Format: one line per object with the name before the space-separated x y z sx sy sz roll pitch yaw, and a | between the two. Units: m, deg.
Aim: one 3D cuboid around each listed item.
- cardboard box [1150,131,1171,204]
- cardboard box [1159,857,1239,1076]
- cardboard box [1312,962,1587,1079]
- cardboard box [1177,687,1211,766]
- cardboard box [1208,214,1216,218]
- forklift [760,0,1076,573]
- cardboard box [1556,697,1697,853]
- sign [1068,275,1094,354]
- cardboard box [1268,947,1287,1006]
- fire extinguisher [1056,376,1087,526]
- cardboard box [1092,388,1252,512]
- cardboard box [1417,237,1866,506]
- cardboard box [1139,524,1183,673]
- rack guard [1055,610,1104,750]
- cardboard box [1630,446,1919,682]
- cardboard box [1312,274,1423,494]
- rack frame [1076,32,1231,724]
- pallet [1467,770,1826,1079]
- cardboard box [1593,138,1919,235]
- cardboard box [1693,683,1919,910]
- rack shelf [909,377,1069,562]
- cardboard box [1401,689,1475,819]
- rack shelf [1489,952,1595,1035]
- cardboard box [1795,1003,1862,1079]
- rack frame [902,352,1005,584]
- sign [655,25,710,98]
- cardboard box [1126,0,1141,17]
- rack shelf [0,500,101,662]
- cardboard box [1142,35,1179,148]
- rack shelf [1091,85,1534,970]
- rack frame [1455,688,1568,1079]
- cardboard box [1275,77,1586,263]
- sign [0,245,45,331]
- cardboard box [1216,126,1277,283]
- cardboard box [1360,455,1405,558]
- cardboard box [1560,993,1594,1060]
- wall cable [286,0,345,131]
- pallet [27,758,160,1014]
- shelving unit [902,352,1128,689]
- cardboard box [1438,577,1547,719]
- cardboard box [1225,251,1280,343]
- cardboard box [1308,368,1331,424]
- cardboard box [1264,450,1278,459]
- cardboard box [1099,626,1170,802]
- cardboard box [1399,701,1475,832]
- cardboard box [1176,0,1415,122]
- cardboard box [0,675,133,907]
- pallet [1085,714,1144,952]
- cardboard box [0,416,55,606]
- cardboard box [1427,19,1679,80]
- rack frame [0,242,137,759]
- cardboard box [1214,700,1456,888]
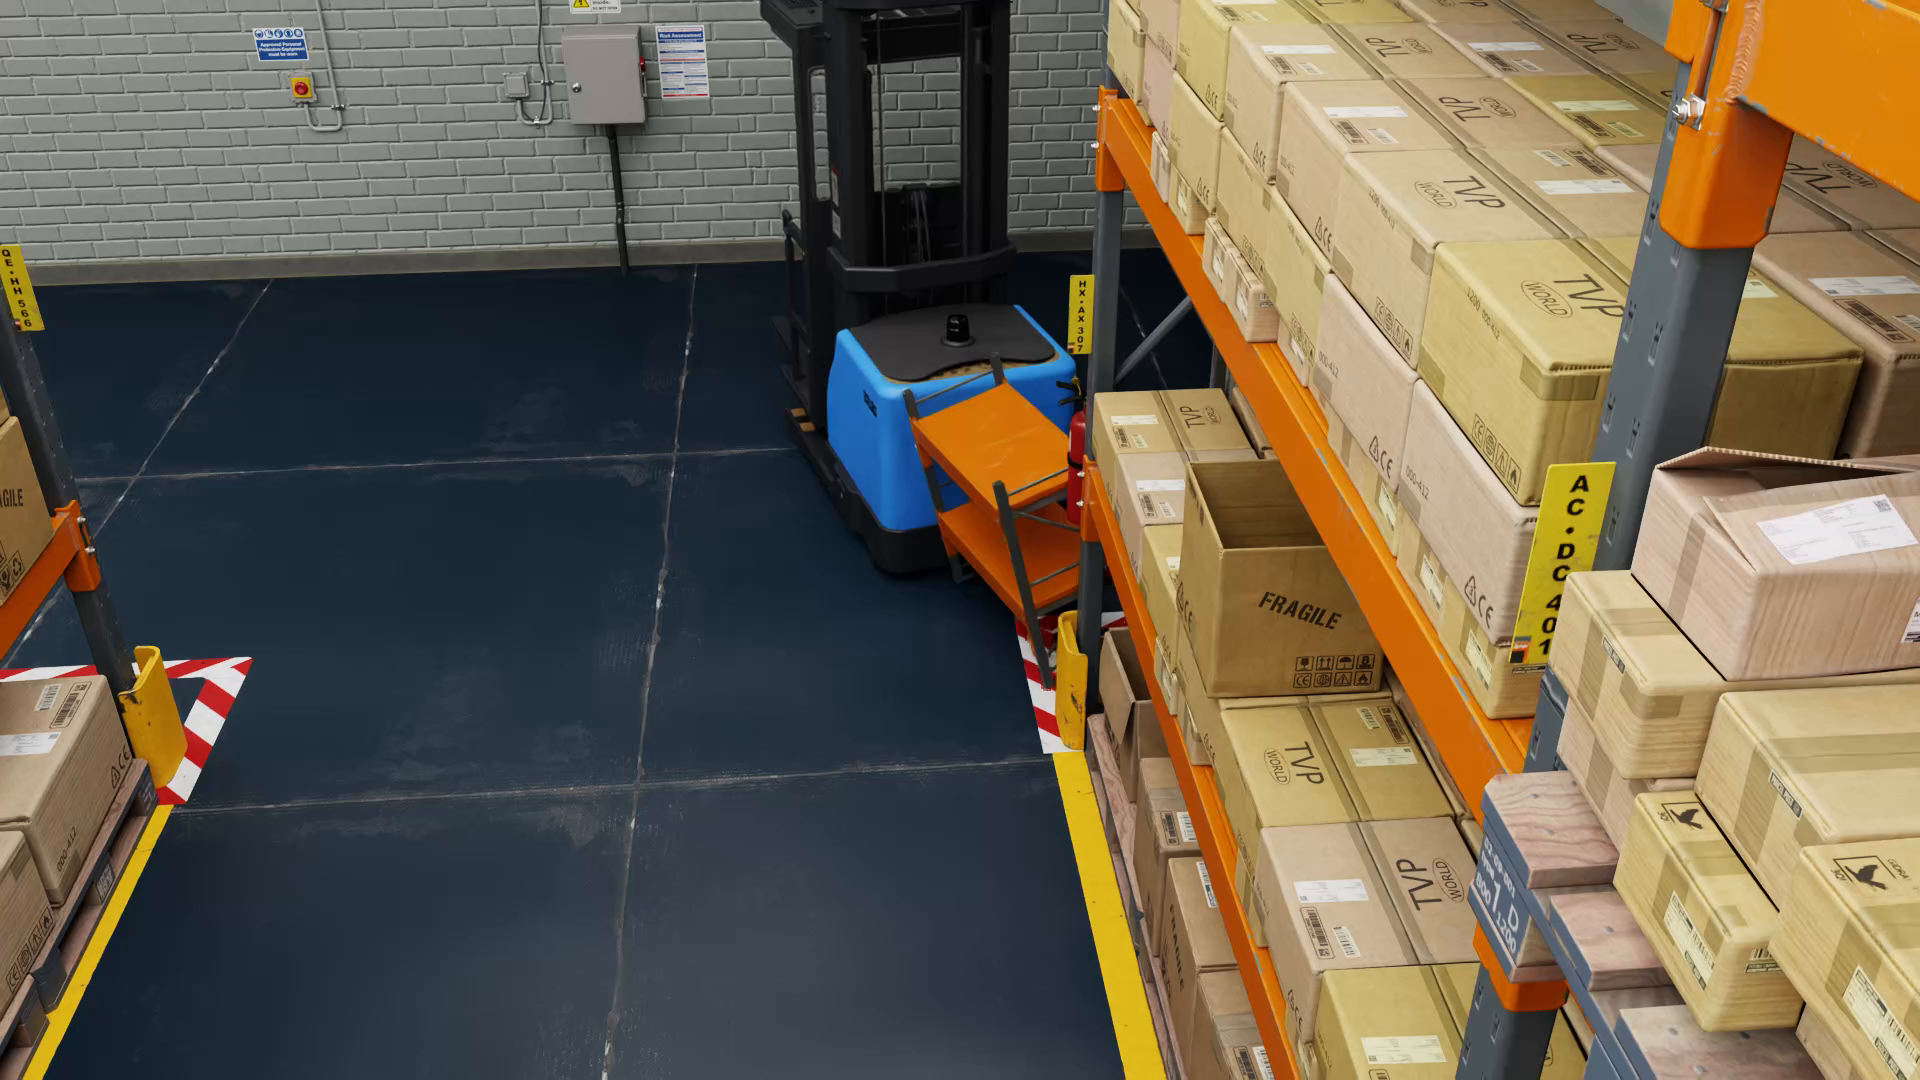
cardboard box | 0.788 -1.135 5.045 0.380 0.149 0.250 -2 31 -3
cardboard box | 0.966 1.397 5.514 0.500 0.500 0.500 -2 31 -4
cardboard box | 1.095 1.205 3.664 0.500 0.250 0.500 -2 31 -3
cardboard box | 0.885 0.557 5.138 0.380 0.149 0.250 -2 31 -3
cardboard box | 0.905 -0.878 4.615 0.380 0.149 0.250 -3 31 -5
forklift | -0.388 -1.837 8.968 1.130 2.935 3.031 -10 32 -17
cardboard box | 1.017 0.285 2.161 0.380 0.149 0.250 -2 31 -4
sign | 0.472 -0.871 6.439 0.100 0.325 0.005 -3 31 -5
cardboard box | 1.012 1.075 4.270 0.380 0.149 0.250 -2 31 -3
fire extinguisher | 0.538 -0.385 6.909 0.296 0.674 0.183 -3 31 -5
cardboard box | 0.786 -0.344 6.258 0.500 0.250 0.500 -3 31 -4
cardboard box | 1.099 -0.295 2.763 0.500 0.250 0.500 -3 31 -4
cardboard box | 0.884 0.172 5.394 0.500 0.250 0.500 -3 31 -6
rack guard | 1.019 0.586 7.281 1.175 0.500 0.348 -3 31 -5
cardboard box | 1.066 -0.022 1.980 0.396 0.266 0.258 -3 31 -5
cardboard box | 1.032 -0.334 3.315 0.500 0.250 0.500 -4 31 -6
rack frame | 1.012 -0.526 6.705 1.000 3.000 0.127 -3 31 -5
pallet | 1.377 0.646 2.002 1.213 0.211 1.003 -3 31 -5
cardboard box | 1.559 -0.579 3.238 0.500 0.250 0.500 -4 31 -6
cardboard box | 1.073 0.292 1.859 0.380 0.149 0.250 -2 31 -4
rack shelf | 0.218 -0.341 7.541 0.538 0.278 1.000 -24 35 -13
cardboard box | 1.511 0.358 4.350 0.500 0.500 0.500 -4 31 -6
rack shelf | 1.572 1.559 0.992 1.077 0.370 4.000 -3 31 -5
cardboard box | 1.128 0.543 1.728 0.380 0.149 0.250 -2 31 -4
rack frame | 0.079 -0.335 8.111 0.500 1.125 0.032 -24 35 -13
sign | -1.902 -3.278 11.406 0.329 0.494 0.001 -3 31 -5
cardboard box | 0.803 -1.853 5.370 0.500 0.250 0.500 -3 31 -5
rack shelf | -3.743 1.044 4.779 1.077 0.370 4.000 -3 31 -5
cardboard box | 0.849 -1.379 5.064 0.500 0.250 0.500 -2 31 -4
rack shelf | 1.199 -0.483 4.411 1.077 0.370 4.000 -3 31 -5
rack frame | 1.385 1.517 3.286 1.000 3.000 0.127 -3 31 -5
cardboard box | 1.004 -0.813 3.630 0.500 0.250 0.500 -2 31 -4
sign | -3.388 -0.904 5.978 0.100 0.325 0.005 -3 31 -5
cardboard box | 0.956 -0.854 4.185 0.500 0.250 0.500 -3 31 -5
cardboard box | 1.022 -0.095 3.305 0.380 0.149 0.250 -2 31 -3
cardboard box | 1.608 1.187 3.693 0.500 0.250 0.500 -3 31 -5
wall cable | -4.480 -3.613 10.853 0.585 1.953 0.123 -3 31 -5
pallet | -3.777 1.316 6.341 1.003 0.211 1.213 -3 31 -5
shelving unit | 0.282 -0.107 7.704 0.538 1.125 1.048 -24 35 -13
cardboard box | 1.058 0.167 2.865 0.380 0.149 0.250 -3 31 -5
cardboard box | 0.885 -0.617 4.178 0.380 0.149 0.250 -2 31 -4
cardboard box | 1.007 -0.359 3.746 0.380 0.149 0.250 -2 31 -3
cardboard box | 1.366 -0.104 5.854 0.500 0.250 0.500 -3 31 -4
cardboard box | 0.975 0.683 6.707 0.797 0.503 0.637 -4 31 -7
cardboard box | 1.508 0.668 4.562 0.500 0.250 0.500 -2 31 -4
cardboard box | 0.893 -1.336 4.506 0.500 0.250 0.500 -3 31 -5
cardboard box | -3.769 0.966 6.297 0.875 0.438 0.875 -4 31 -6
pallet | 1.094 1.117 6.674 1.003 0.211 1.213 -3 31 -5
cardboard box | -3.621 -0.095 5.887 0.500 0.500 0.500 -3 31 -4
cardboard box | 1.458 -1.093 4.098 0.500 0.250 0.500 -3 31 -5
rack frame | -3.930 -0.286 6.304 1.000 3.000 0.127 -3 31 -5
cardboard box | 1.000 0.695 4.518 0.500 0.250 0.500 -3 31 -5
